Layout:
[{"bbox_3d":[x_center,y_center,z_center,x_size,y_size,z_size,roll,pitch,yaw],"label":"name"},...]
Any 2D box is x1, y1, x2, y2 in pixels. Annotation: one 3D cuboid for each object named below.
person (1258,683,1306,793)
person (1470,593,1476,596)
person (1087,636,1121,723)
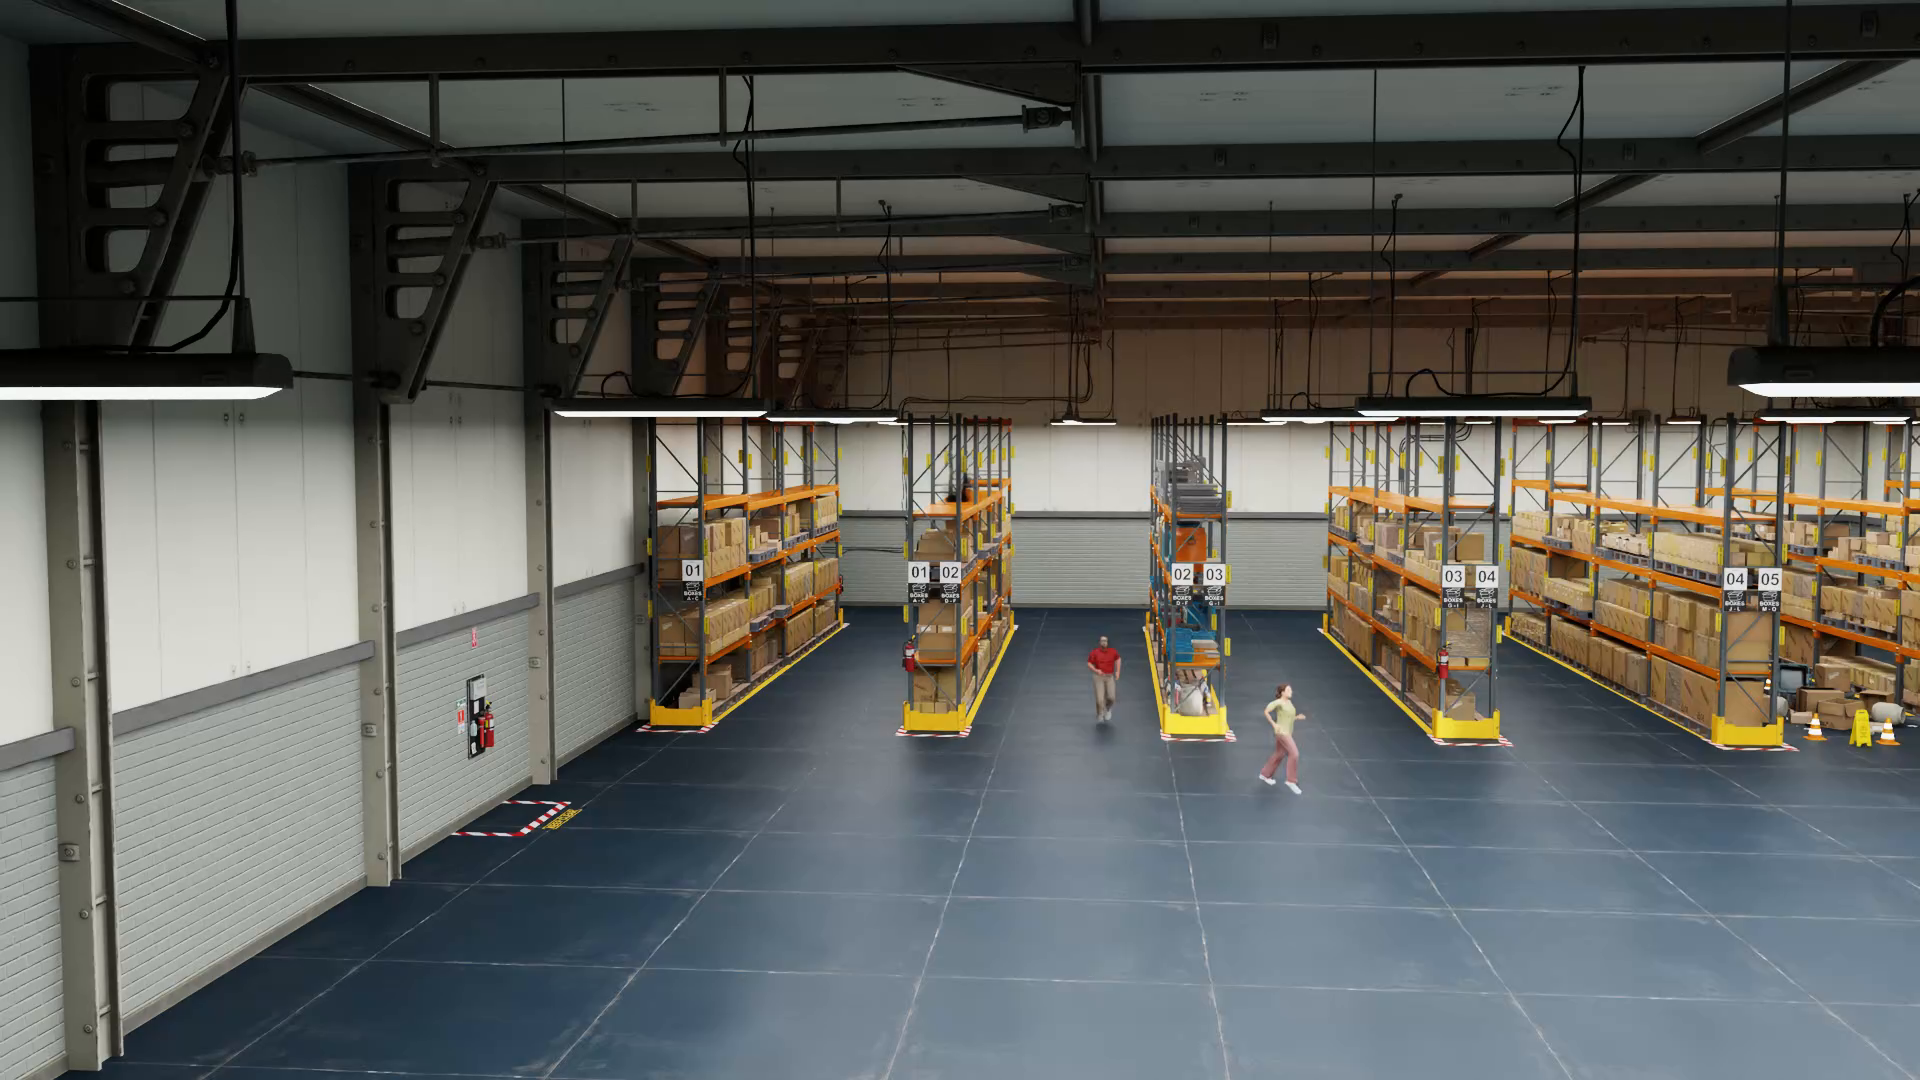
[{"bbox_3d":[5.095,3.116,26.359,0.754,1.728,0.561,2,4,29],"label":"person"},{"bbox_3d":[14.622,1.704,47.338,0.778,1.678,0.780,0,4,-1],"label":"person"},{"bbox_3d":[2.819,2.705,32.246,0.690,1.695,0.600,0,4,-6],"label":"person"}]
